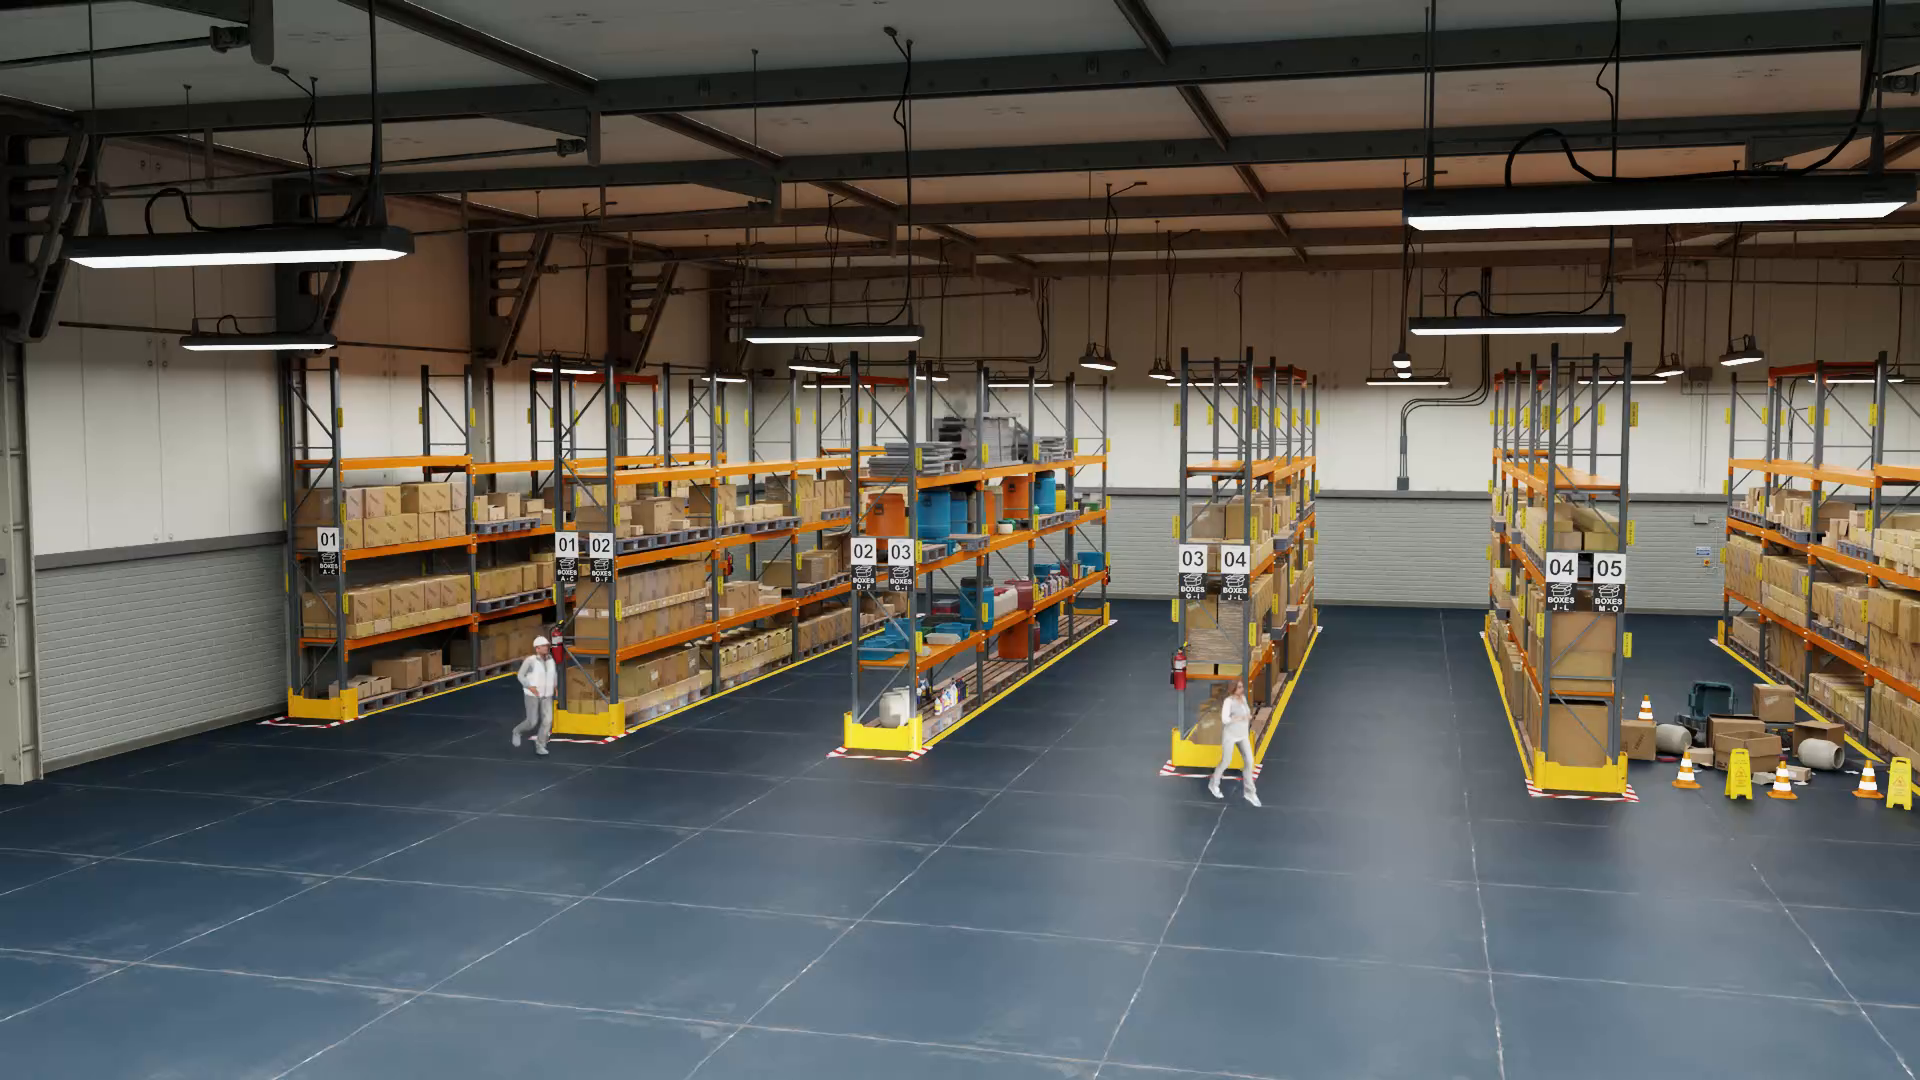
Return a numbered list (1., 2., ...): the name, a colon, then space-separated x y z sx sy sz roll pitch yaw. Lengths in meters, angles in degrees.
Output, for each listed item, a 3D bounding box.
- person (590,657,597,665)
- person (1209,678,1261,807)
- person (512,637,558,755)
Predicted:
1. person: -6.704 1.885 30.990 0.617 1.705 0.917 1 4 10
2. person: 3.554 2.592 21.545 0.535 1.621 0.785 -3 5 -31
3. person: -6.306 2.311 24.922 0.697 1.742 0.744 -4 6 -44
